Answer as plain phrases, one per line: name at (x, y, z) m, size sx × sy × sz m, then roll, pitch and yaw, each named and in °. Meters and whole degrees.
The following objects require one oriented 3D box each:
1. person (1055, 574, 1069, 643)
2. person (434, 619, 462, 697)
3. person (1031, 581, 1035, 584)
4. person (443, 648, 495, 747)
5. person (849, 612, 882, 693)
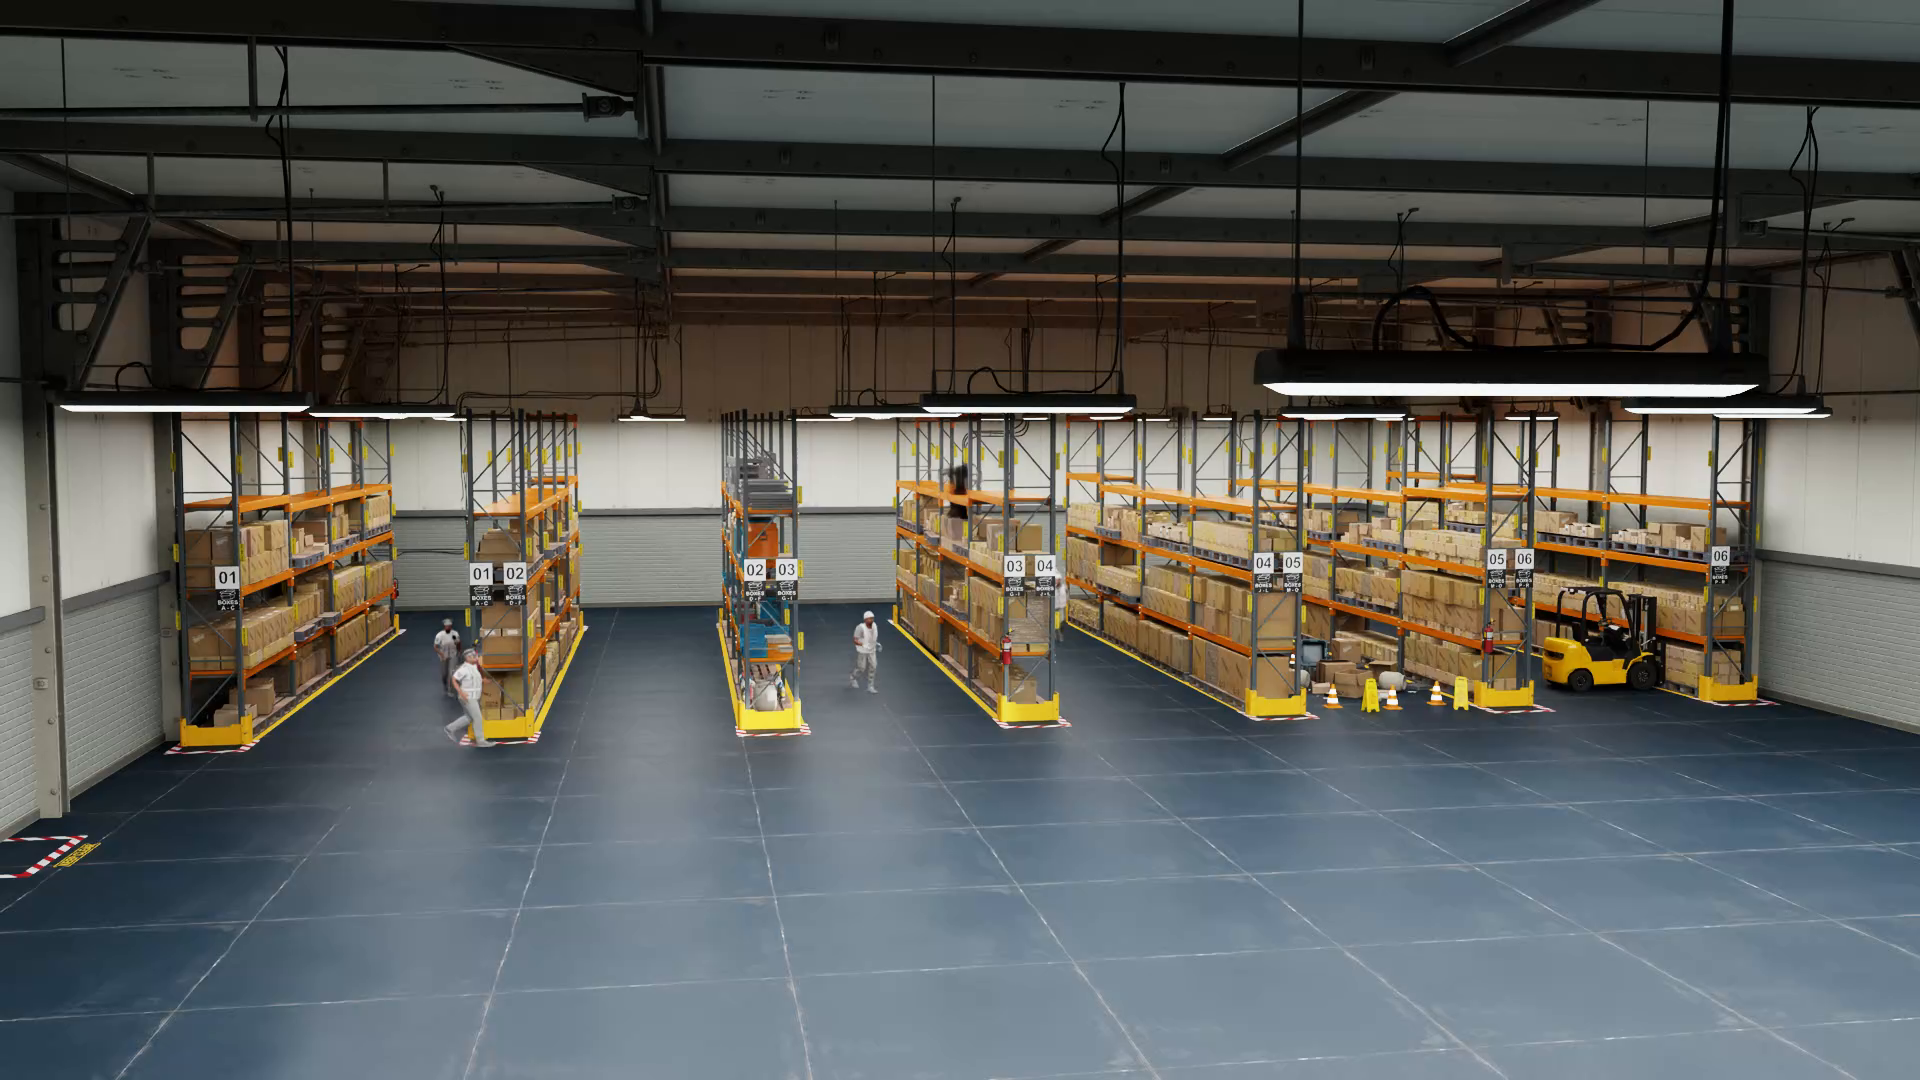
person at (2.580, 1.792, 43.763) m, size 0.628 × 1.826 × 0.831 m, roll 0°, pitch 4°, yaw -3°
person at (-10.825, 2.461, 35.145) m, size 0.574 × 1.646 × 0.736 m, roll -1°, pitch 4°, yaw -20°
person at (2.113, 1.545, 48.277) m, size 0.656 × 1.696 × 0.816 m, roll 0°, pitch 4°, yaw 6°
person at (-8.698, 2.777, 29.372) m, size 0.933 × 1.753 × 0.672 m, roll 0°, pitch 4°, yaw 0°
person at (-2.052, 2.377, 35.536) m, size 0.687 × 1.742 × 0.883 m, roll -3°, pitch 5°, yaw -36°
